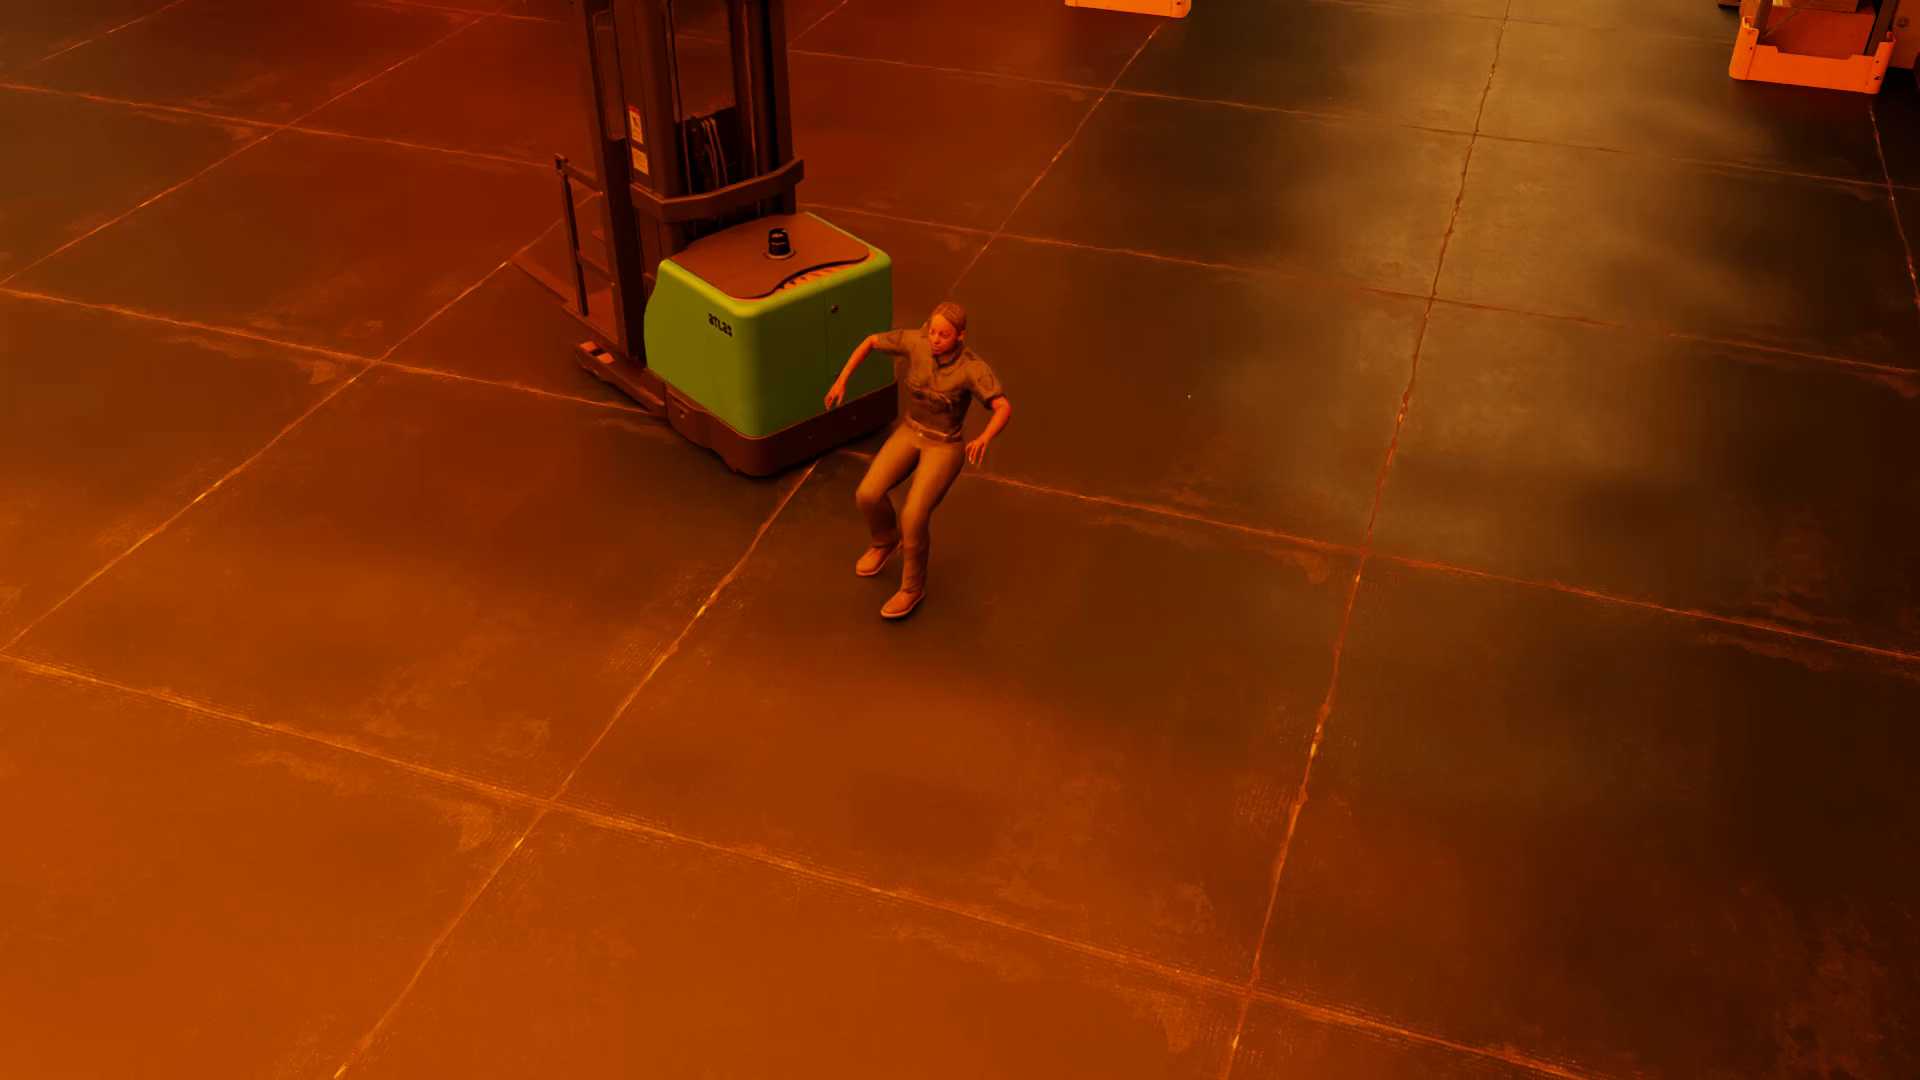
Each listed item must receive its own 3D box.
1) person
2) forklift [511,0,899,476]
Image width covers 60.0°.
[{"bbox_3d":[-0.248,-0.406,7.978,0.984,1.420,0.804,14,38,19],"label":"person"},{"bbox_3d":[-1.694,-2.317,9.379,1.130,2.935,3.031,-27,43,-32],"label":"forklift"}]
